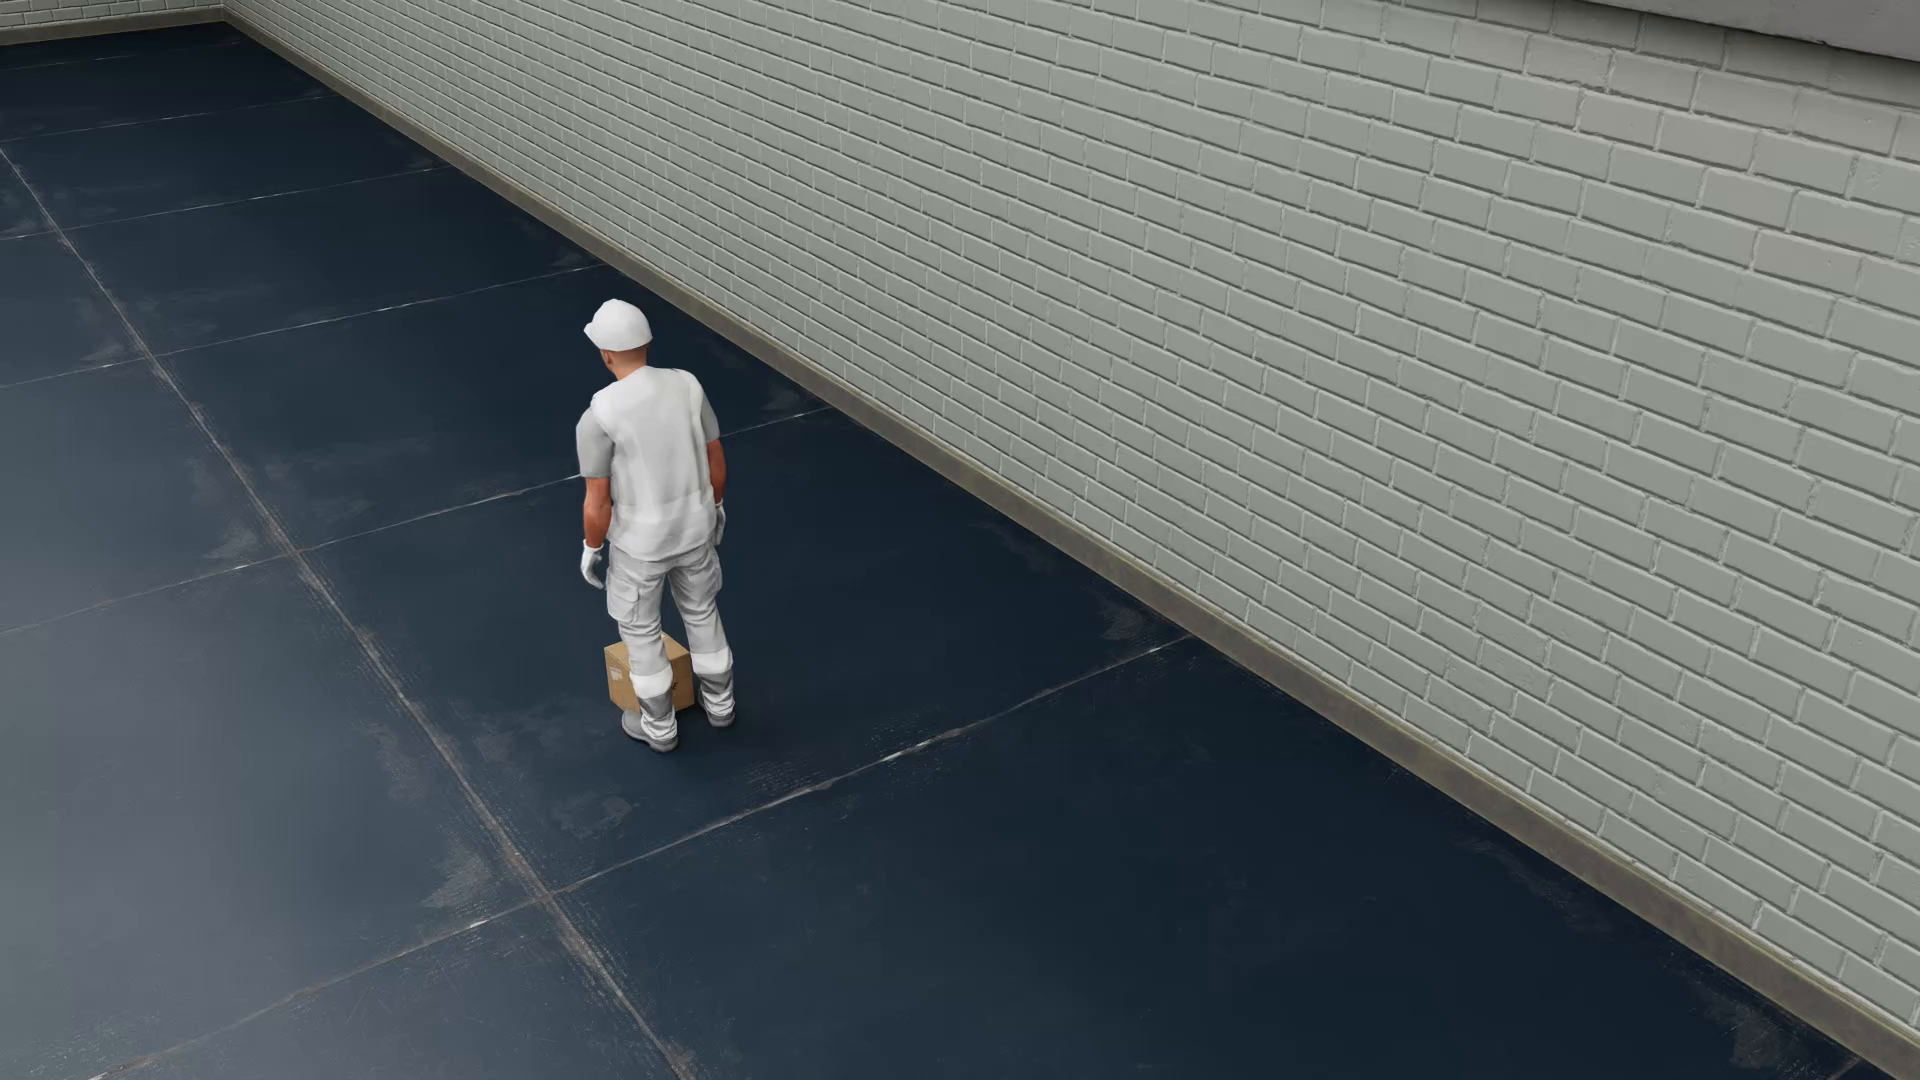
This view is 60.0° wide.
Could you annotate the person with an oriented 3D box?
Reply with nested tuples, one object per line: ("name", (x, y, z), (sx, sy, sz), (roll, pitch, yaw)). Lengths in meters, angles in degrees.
("person", (-1.131, -0.031, 6.166), (0.617, 1.778, 0.453), (-21, 35, -34))
